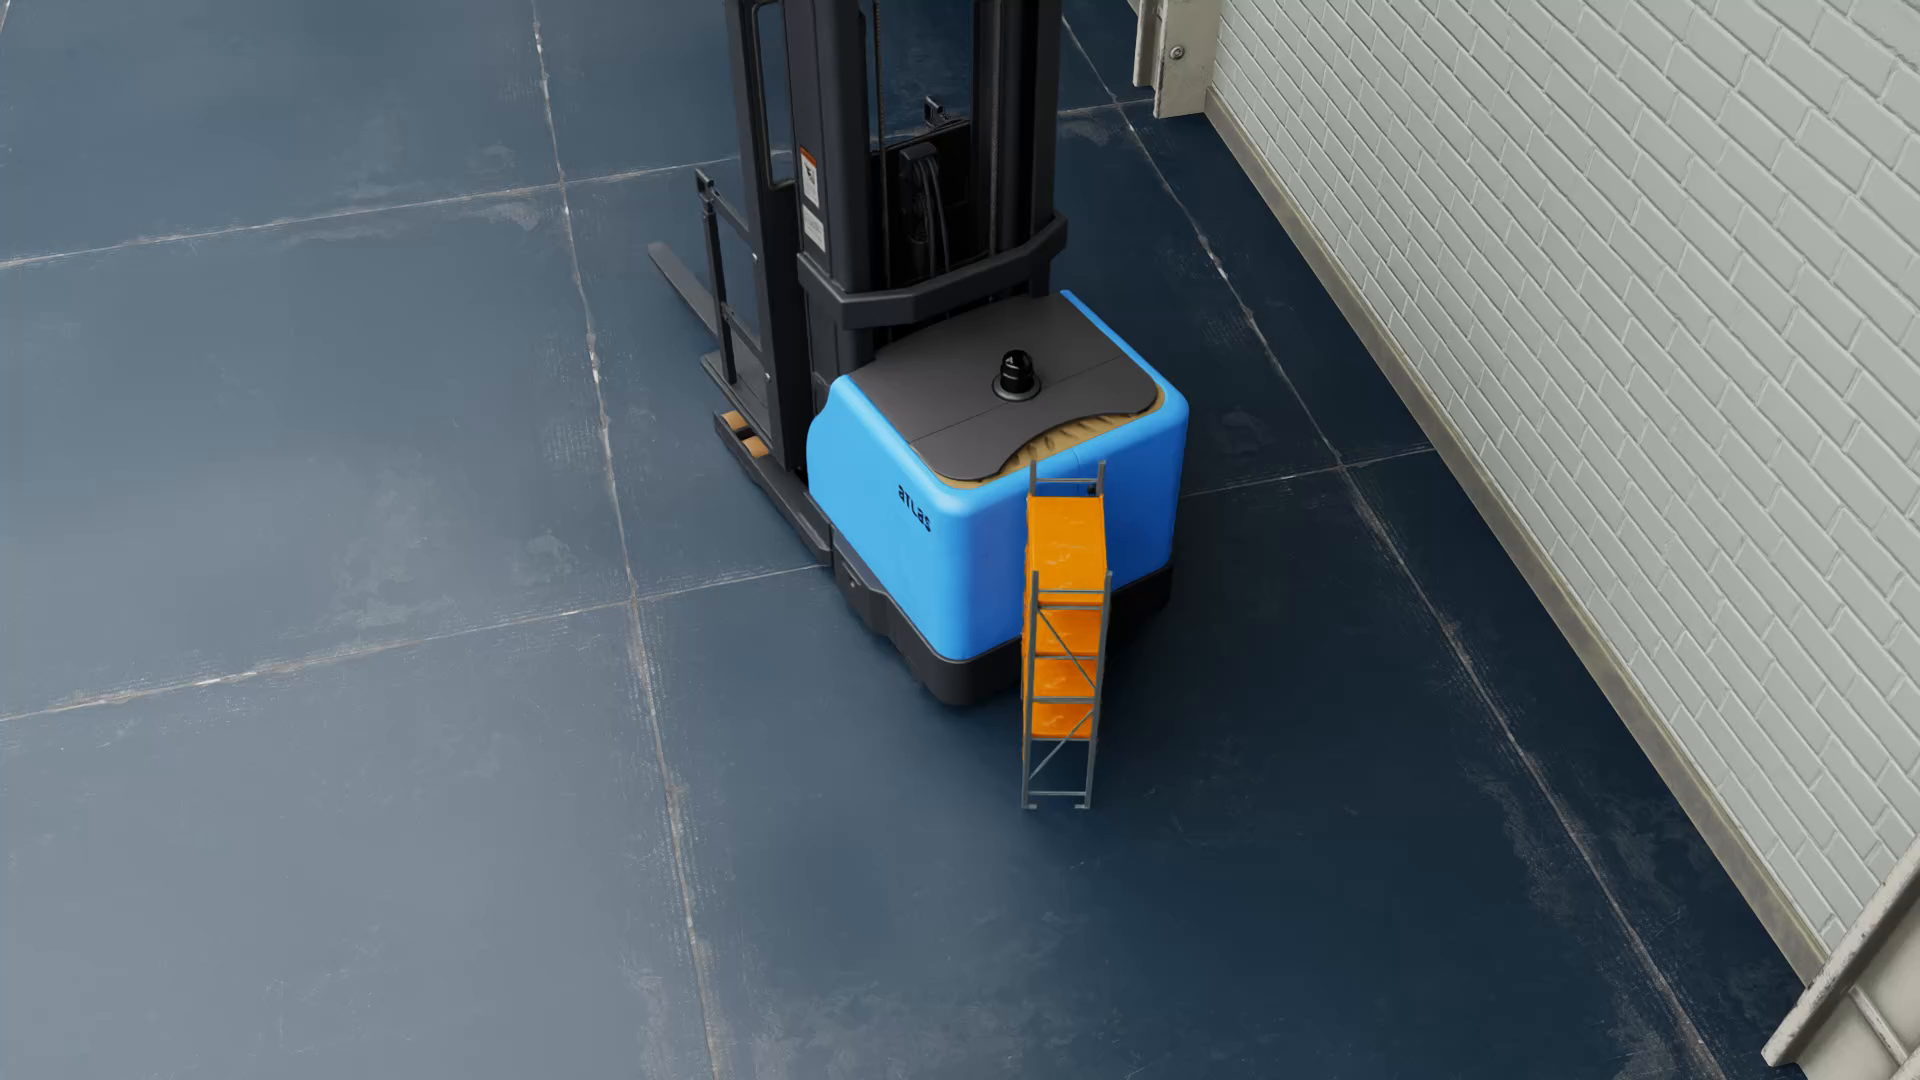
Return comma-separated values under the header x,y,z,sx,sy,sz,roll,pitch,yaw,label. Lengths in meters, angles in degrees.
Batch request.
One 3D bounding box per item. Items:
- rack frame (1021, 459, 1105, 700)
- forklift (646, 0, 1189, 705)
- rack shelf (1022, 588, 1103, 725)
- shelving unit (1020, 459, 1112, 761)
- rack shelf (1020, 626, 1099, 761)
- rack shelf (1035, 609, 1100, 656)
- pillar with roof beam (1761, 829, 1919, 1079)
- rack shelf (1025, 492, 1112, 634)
x,y,z,sx,sy,sz,roll,pitch,yaw,label
0.345,0.169,5.744,0.240,1.200,0.015,1,46,1,rack frame
-0.392,-1.460,6.128,1.130,2.935,3.031,-24,50,-22,forklift
0.341,0.390,5.622,0.258,0.148,0.480,1,46,1,rack shelf
0.341,0.339,5.578,0.258,1.200,0.492,1,46,1,shelving unit
0.341,0.529,5.764,0.258,0.148,0.480,1,46,1,rack shelf
0.341,0.196,5.424,0.221,0.021,0.457,1,46,1,rack shelf
-1.467,-0.660,1.096,9.100,9.000,0.400,-11,47,-10,pillar with roof beam
0.341,0.068,5.293,0.258,0.148,0.480,1,46,1,rack shelf
